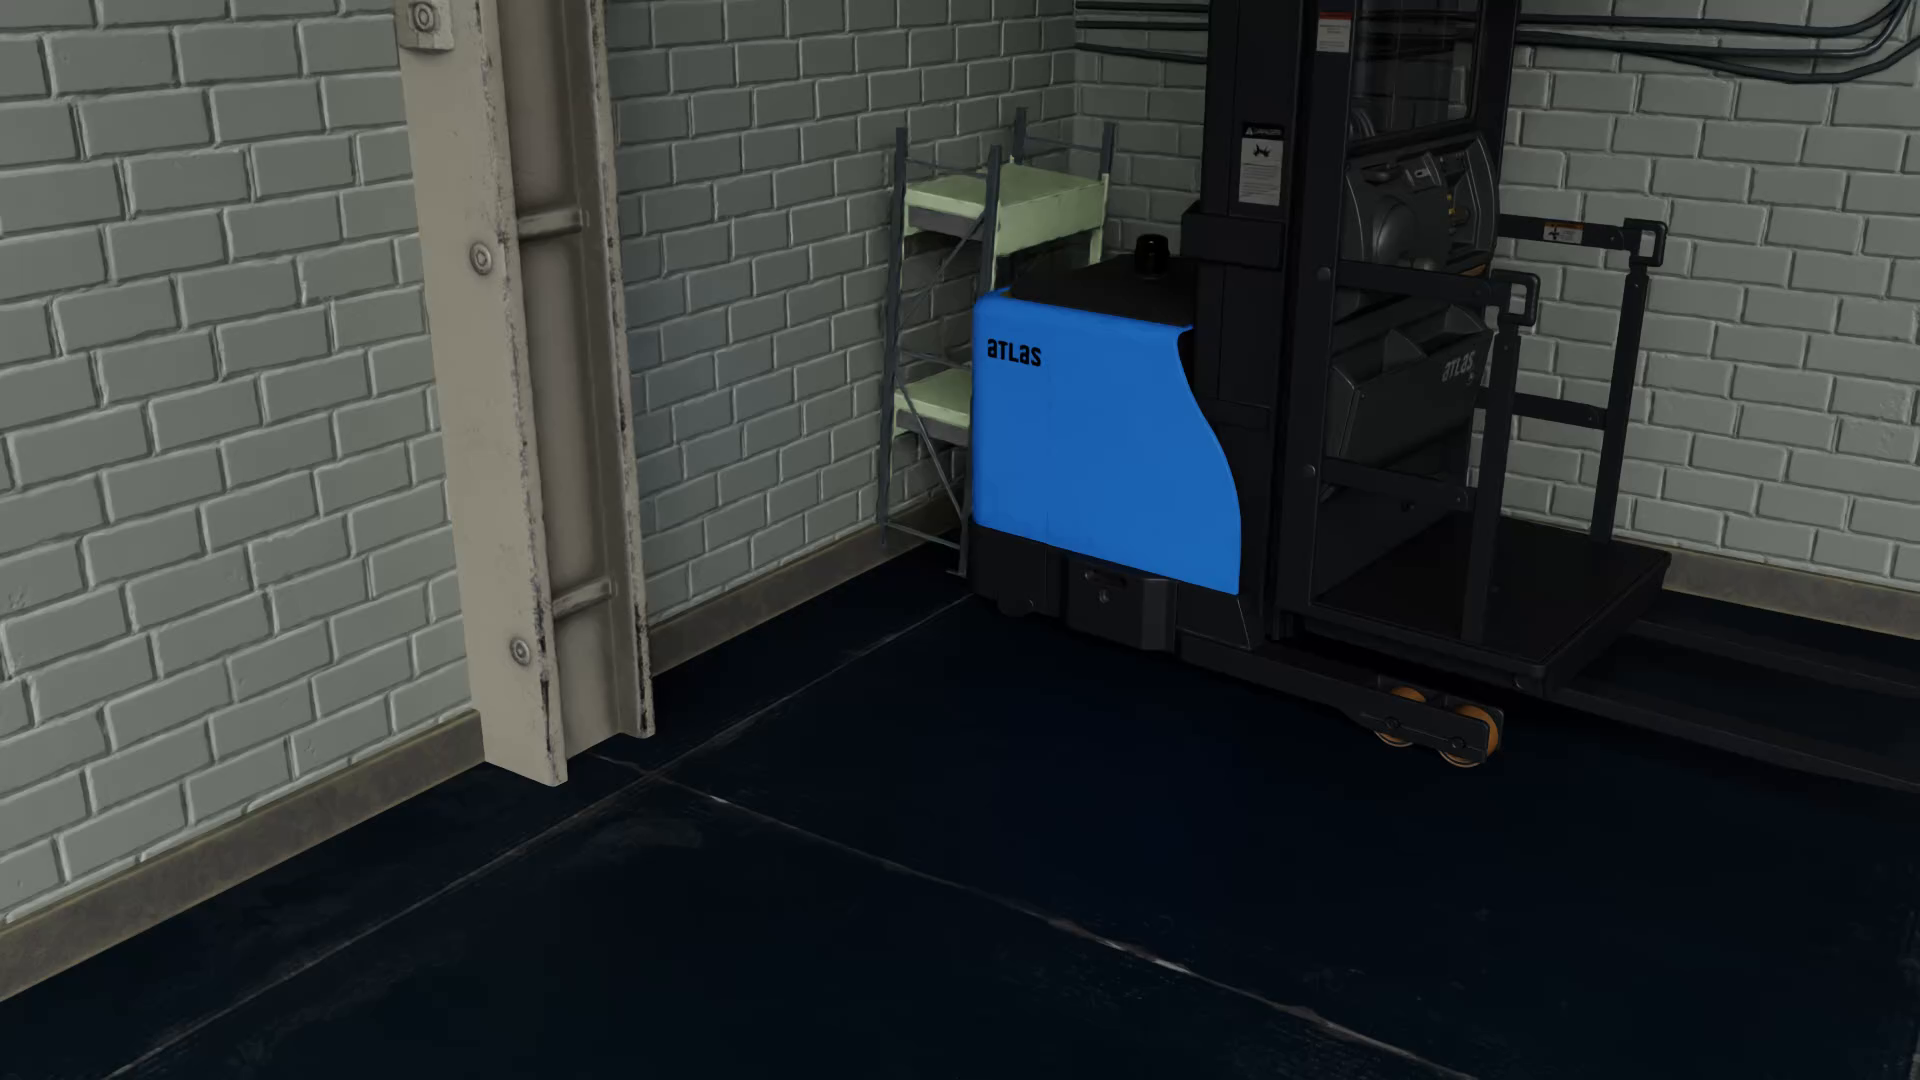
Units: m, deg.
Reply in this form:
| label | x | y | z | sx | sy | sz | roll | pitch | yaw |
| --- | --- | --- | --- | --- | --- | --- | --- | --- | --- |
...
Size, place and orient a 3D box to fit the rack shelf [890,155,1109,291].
| label | x | y | z | sx | sy | sz | roll | pitch | yaw |
| --- | --- | --- | --- | --- | --- | --- | --- | --- | --- |
| rack shelf | 0.144 | -1.074 | 5.766 | 0.431 | 0.370 | 0.720 | 18 | 27 | 30 |

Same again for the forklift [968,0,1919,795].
| label | x | y | z | sx | sy | sz | roll | pitch | yaw |
| --- | --- | --- | --- | --- | --- | --- | --- | --- | --- |
| forklift | 1.490 | -0.957 | 4.627 | 3.031 | 2.935 | 1.130 | 16 | 25 | 36 |

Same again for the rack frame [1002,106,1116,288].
| label | x | y | z | sx | sy | sz | roll | pitch | yaw |
| --- | --- | --- | --- | --- | --- | --- | --- | --- | --- |
| rack frame | 0.323 | -0.824 | 6.204 | 0.400 | 1.500 | 0.023 | 18 | 27 | 30 |

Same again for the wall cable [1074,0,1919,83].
| label | x | y | z | sx | sy | sz | roll | pitch | yaw |
| --- | --- | --- | --- | --- | --- | --- | --- | --- | --- |
| wall cable | 1.643 | -2.774 | 5.268 | 3.097 | 2.526 | 0.112 | 13 | 24 | 32 |

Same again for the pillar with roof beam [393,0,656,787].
| label | x | y | z | sx | sy | sz | roll | pitch | yaw |
| --- | --- | --- | --- | --- | --- | --- | --- | --- | --- |
| pillar with roof beam | 2.453 | -2.803 | 0.872 | 9.100 | 9.000 | 0.400 | 13 | 24 | 32 |

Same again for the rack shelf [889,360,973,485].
| label | x | y | z | sx | sy | sz | roll | pitch | yaw |
| --- | --- | --- | --- | --- | --- | --- | --- | --- | --- |
| rack shelf | 0.096 | -0.418 | 6.049 | 0.431 | 0.370 | 0.720 | 18 | 27 | 30 |

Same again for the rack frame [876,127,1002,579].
| label | x | y | z | sx | sy | sz | roll | pitch | yaw |
| --- | --- | --- | --- | --- | --- | --- | --- | --- | --- |
| rack frame | -0.087 | -0.609 | 5.637 | 0.400 | 1.500 | 0.023 | 18 | 27 | 30 |

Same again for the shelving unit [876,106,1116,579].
| label | x | y | z | sx | sy | sz | roll | pitch | yaw |
| --- | --- | --- | --- | --- | --- | --- | --- | --- | --- |
| shelving unit | 0.118 | -0.717 | 5.920 | 0.431 | 1.500 | 0.755 | 18 | 27 | 30 |
